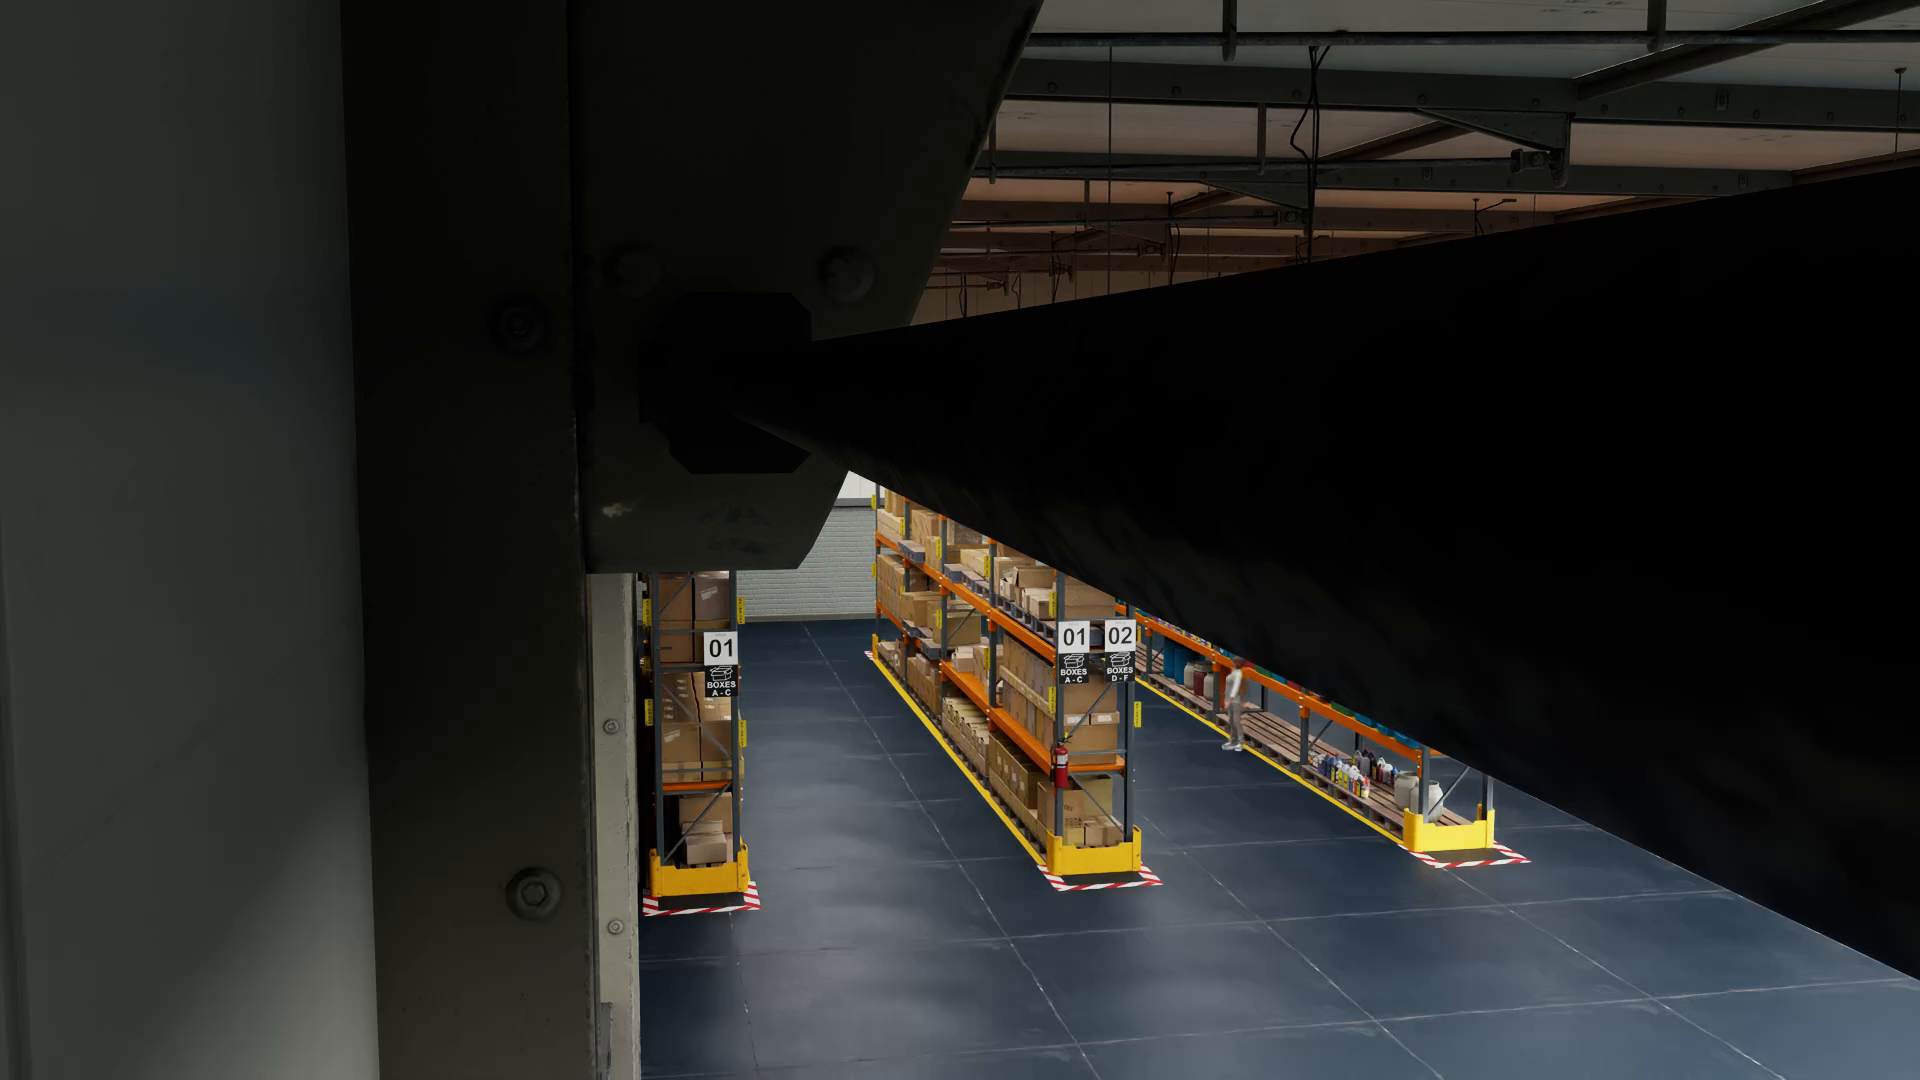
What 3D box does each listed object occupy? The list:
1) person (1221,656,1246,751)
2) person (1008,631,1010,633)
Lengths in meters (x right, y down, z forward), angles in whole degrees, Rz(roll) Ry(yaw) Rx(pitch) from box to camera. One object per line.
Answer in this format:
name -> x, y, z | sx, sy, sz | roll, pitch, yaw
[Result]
person -> 4.544, 2.705, 27.619 | 0.427, 1.598, 0.435 | -1, 6, -14
person -> 1.241, 1.866, 35.682 | 0.435, 1.680, 0.578 | 3, 7, 31
